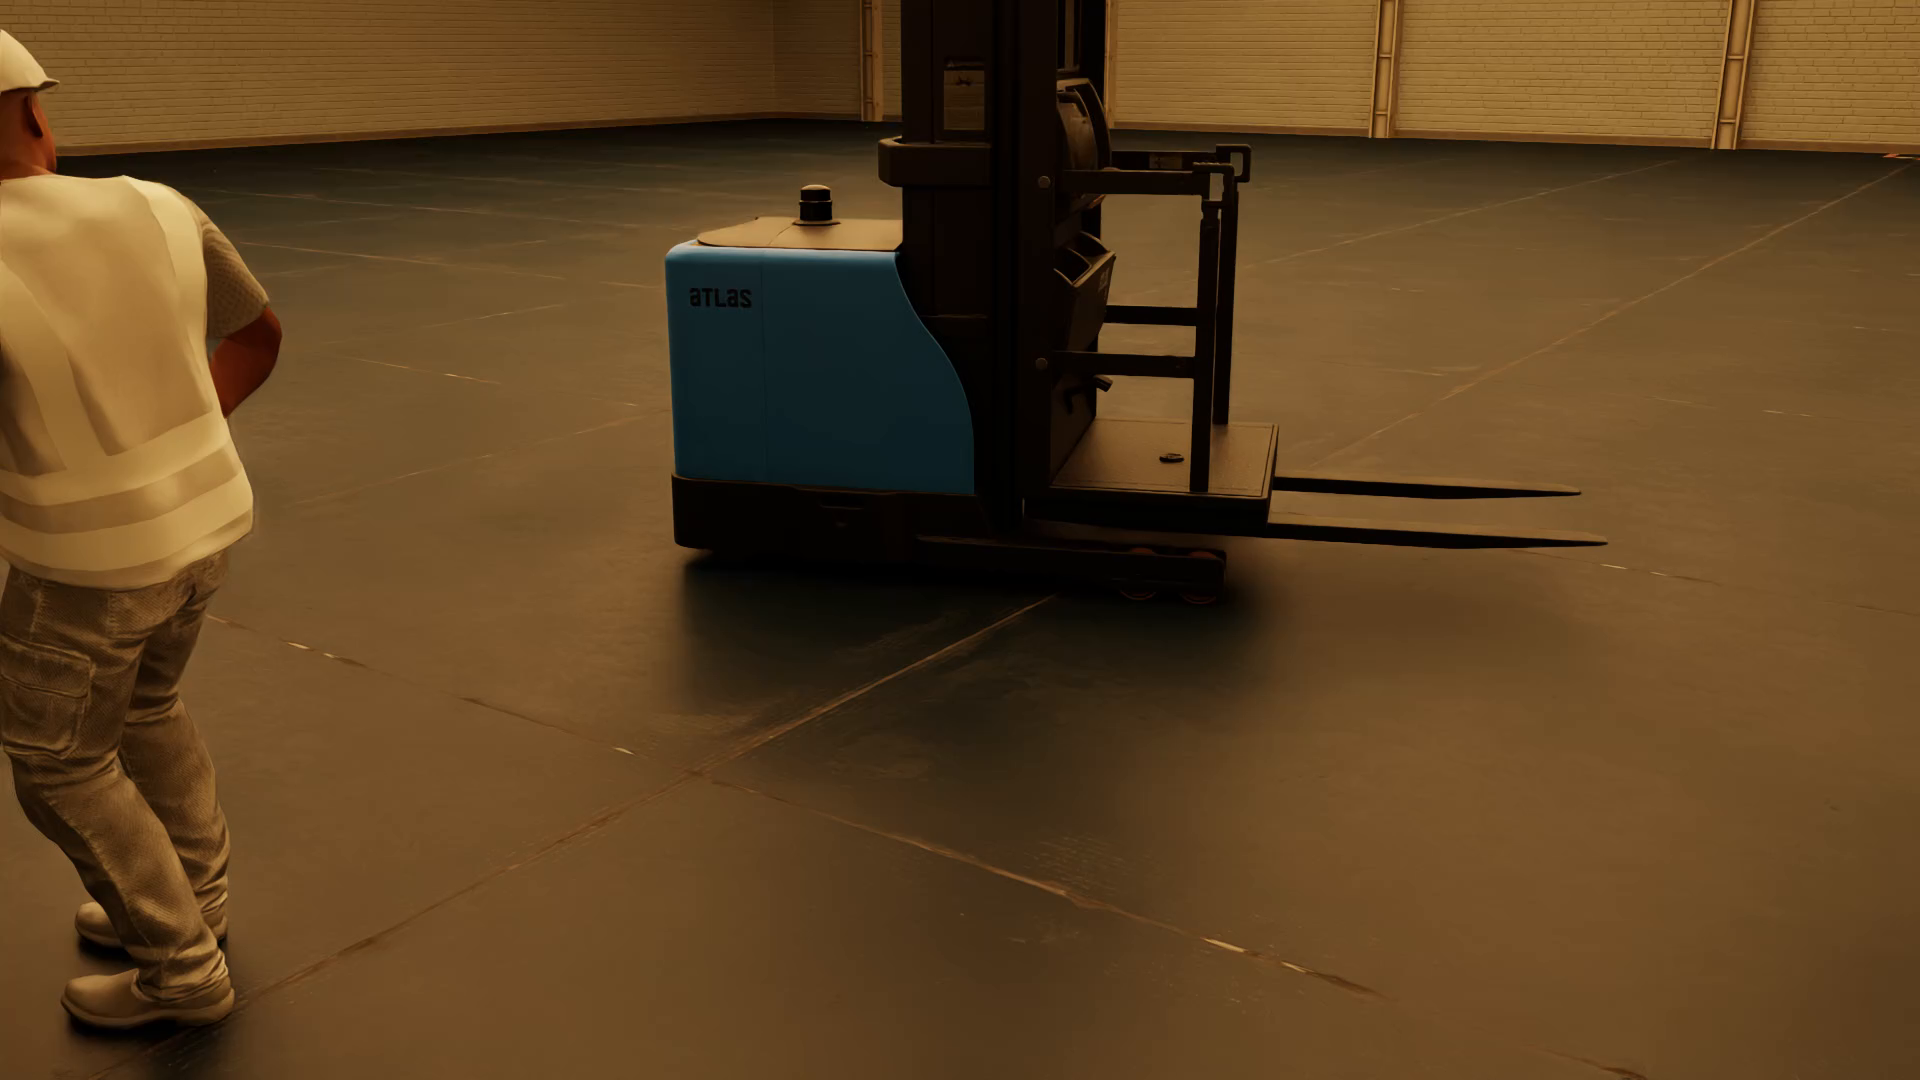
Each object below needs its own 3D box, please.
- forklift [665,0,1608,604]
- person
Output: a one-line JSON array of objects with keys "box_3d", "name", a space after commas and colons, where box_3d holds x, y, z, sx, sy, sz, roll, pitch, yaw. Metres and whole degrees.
[{"box_3d": [0.595, -1.367, 5.404, 3.031, 2.935, 1.130, 4, 17, 12], "name": "forklift"}, {"box_3d": [-1.548, 0.011, 2.874, 0.515, 1.746, 0.763, 5, 17, 15], "name": "person"}]
